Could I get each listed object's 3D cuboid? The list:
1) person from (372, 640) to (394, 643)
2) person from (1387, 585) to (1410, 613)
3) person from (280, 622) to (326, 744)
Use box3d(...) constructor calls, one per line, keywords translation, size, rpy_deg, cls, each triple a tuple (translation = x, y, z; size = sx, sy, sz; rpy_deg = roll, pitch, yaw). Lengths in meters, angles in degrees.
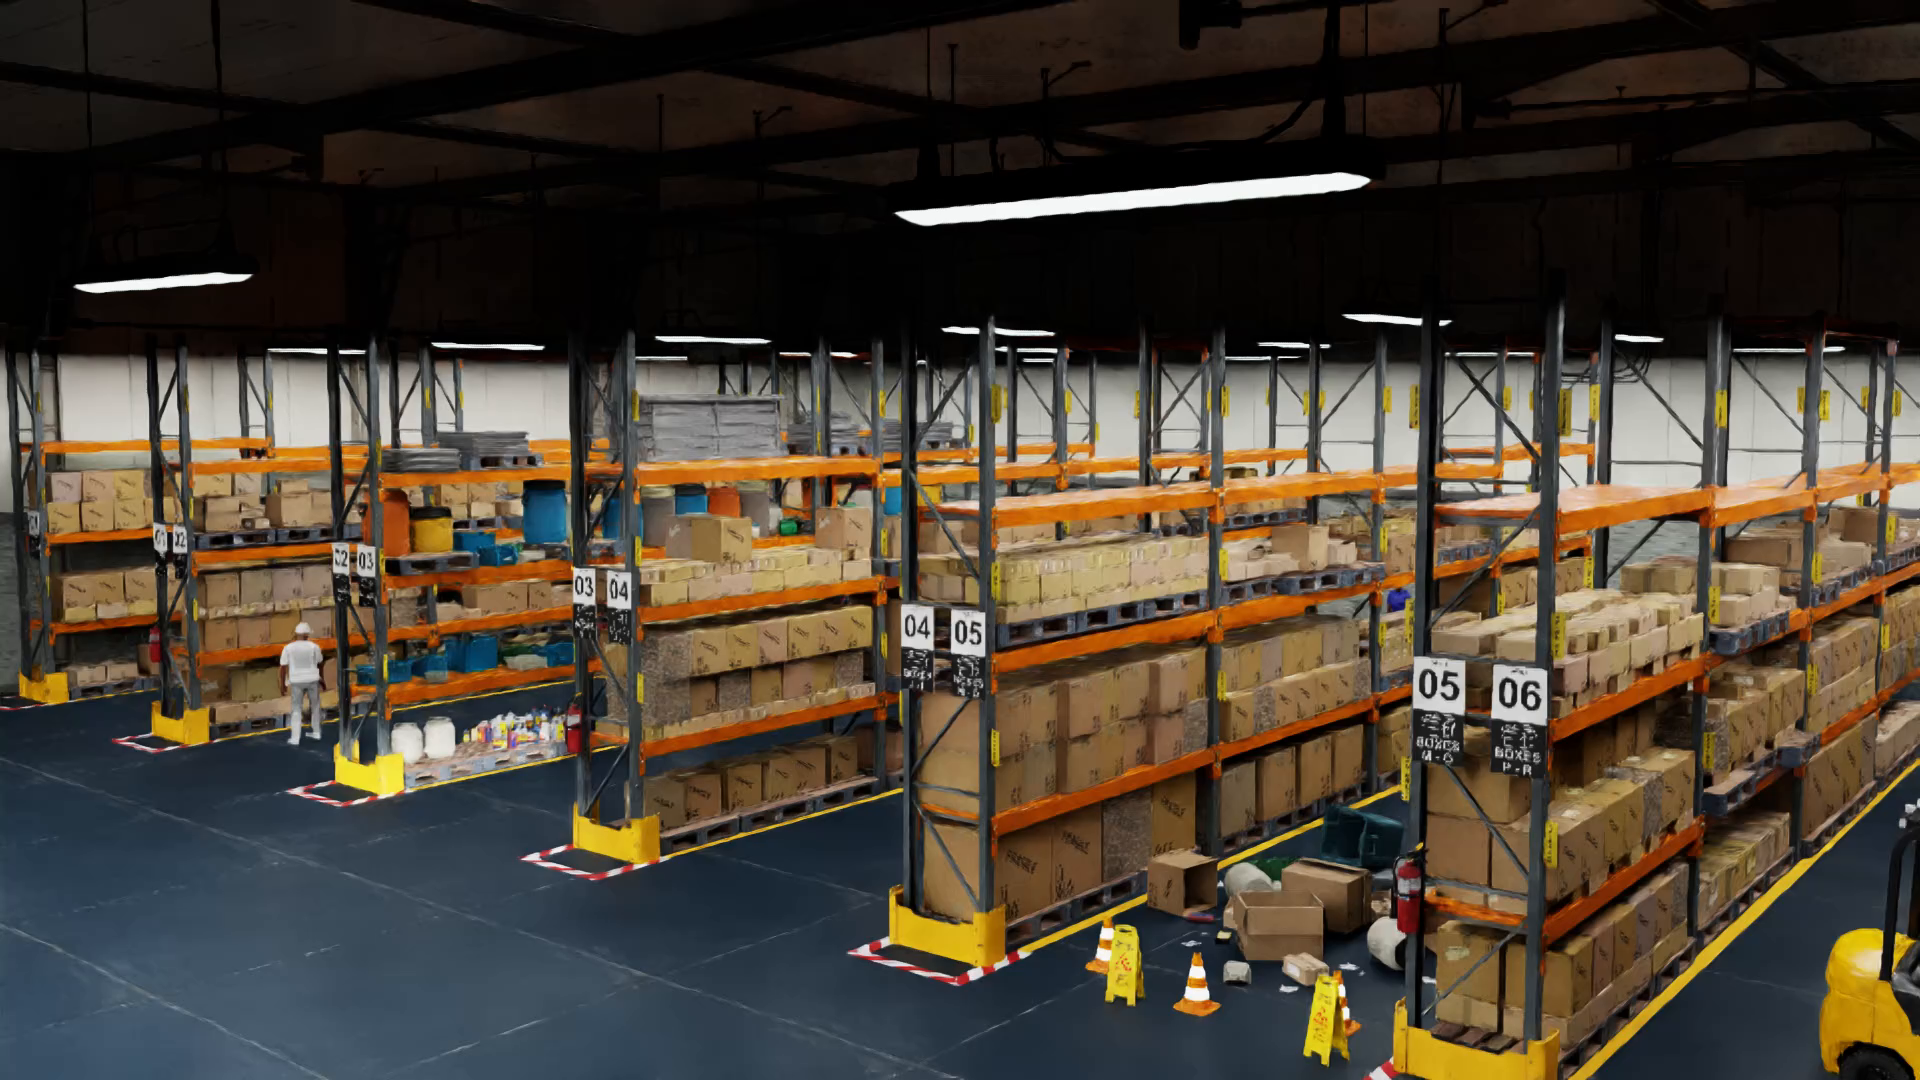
box3d(translation=(-10.181, 1.740, 29.165), size=(0.481, 1.583, 1.082), rpy_deg=(4, 6, 36), cls="person")
box3d(translation=(8.432, 1.484, 31.987), size=(0.451, 1.572, 1.088), rpy_deg=(4, 6, 37), cls="person")
box3d(translation=(-9.632, 2.078, 24.378), size=(0.625, 1.765, 0.497), rpy_deg=(-2, 5, -21), cls="person")
